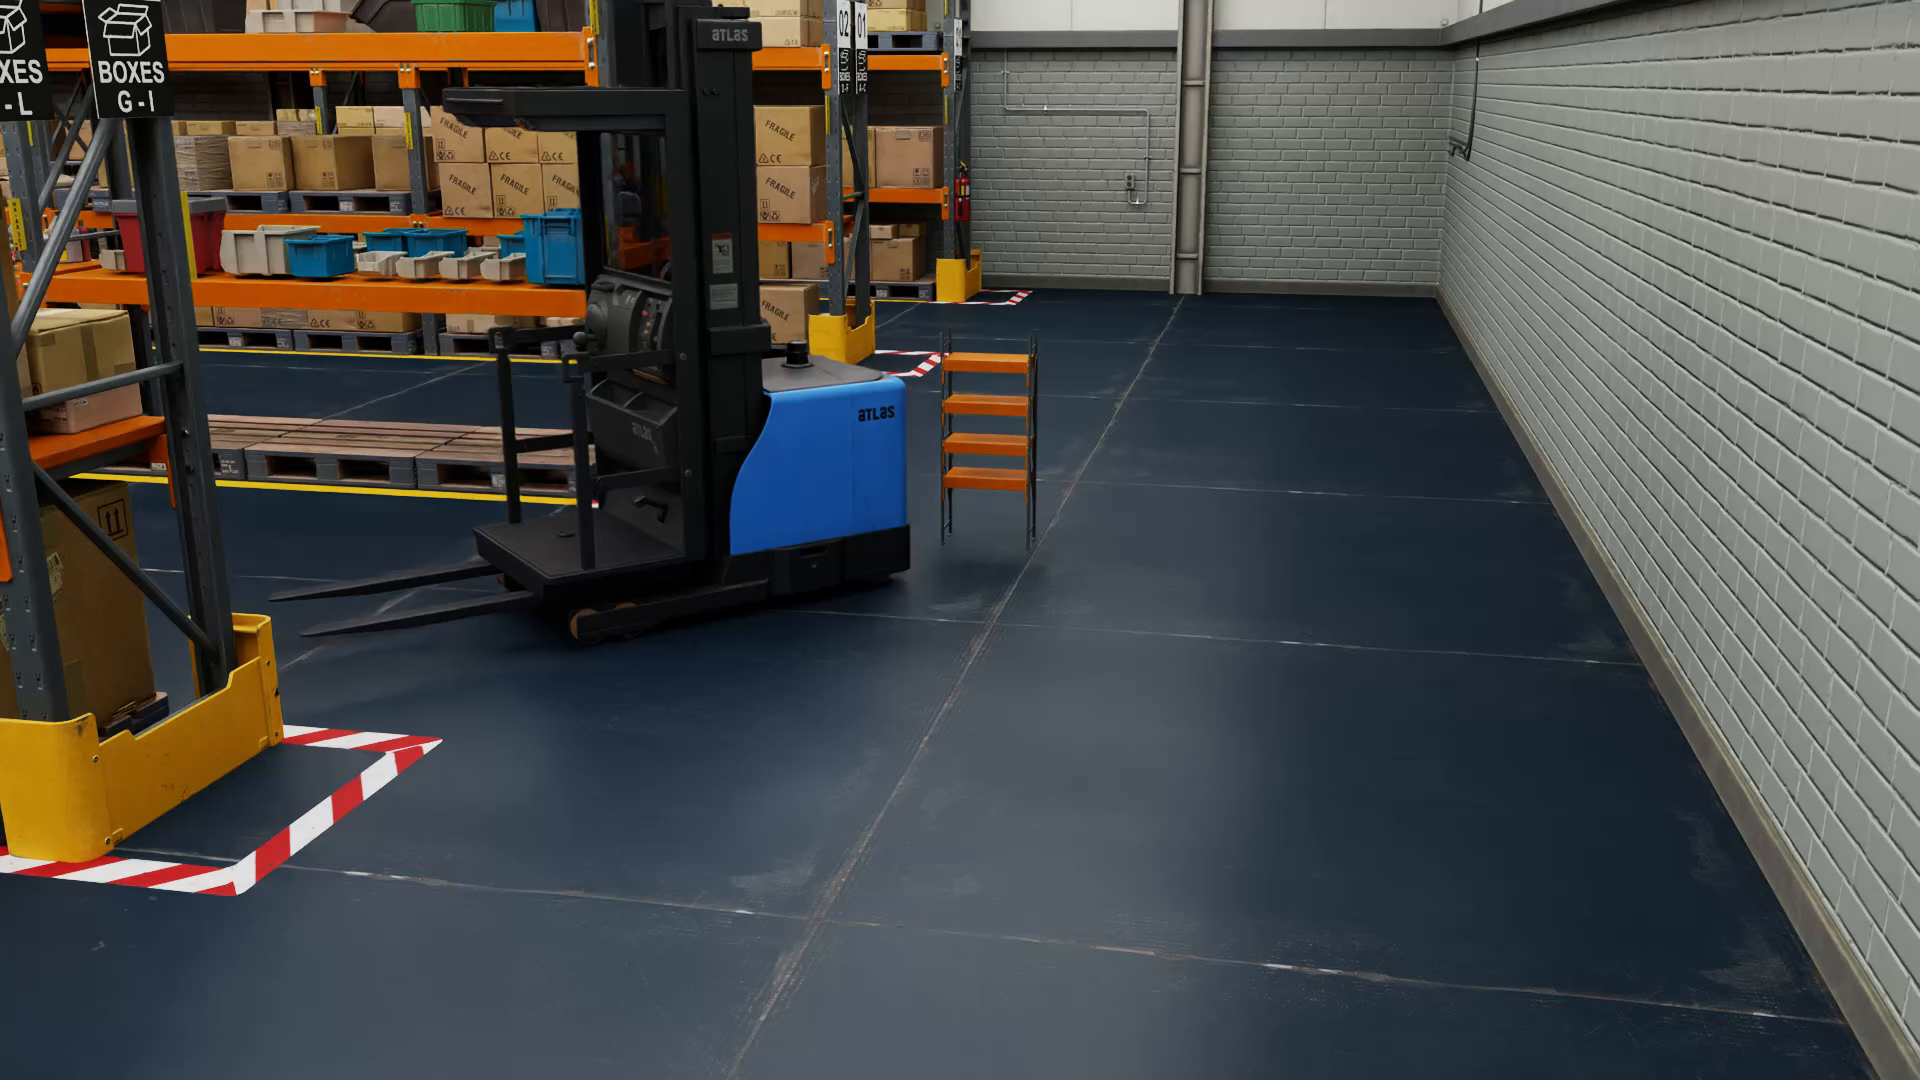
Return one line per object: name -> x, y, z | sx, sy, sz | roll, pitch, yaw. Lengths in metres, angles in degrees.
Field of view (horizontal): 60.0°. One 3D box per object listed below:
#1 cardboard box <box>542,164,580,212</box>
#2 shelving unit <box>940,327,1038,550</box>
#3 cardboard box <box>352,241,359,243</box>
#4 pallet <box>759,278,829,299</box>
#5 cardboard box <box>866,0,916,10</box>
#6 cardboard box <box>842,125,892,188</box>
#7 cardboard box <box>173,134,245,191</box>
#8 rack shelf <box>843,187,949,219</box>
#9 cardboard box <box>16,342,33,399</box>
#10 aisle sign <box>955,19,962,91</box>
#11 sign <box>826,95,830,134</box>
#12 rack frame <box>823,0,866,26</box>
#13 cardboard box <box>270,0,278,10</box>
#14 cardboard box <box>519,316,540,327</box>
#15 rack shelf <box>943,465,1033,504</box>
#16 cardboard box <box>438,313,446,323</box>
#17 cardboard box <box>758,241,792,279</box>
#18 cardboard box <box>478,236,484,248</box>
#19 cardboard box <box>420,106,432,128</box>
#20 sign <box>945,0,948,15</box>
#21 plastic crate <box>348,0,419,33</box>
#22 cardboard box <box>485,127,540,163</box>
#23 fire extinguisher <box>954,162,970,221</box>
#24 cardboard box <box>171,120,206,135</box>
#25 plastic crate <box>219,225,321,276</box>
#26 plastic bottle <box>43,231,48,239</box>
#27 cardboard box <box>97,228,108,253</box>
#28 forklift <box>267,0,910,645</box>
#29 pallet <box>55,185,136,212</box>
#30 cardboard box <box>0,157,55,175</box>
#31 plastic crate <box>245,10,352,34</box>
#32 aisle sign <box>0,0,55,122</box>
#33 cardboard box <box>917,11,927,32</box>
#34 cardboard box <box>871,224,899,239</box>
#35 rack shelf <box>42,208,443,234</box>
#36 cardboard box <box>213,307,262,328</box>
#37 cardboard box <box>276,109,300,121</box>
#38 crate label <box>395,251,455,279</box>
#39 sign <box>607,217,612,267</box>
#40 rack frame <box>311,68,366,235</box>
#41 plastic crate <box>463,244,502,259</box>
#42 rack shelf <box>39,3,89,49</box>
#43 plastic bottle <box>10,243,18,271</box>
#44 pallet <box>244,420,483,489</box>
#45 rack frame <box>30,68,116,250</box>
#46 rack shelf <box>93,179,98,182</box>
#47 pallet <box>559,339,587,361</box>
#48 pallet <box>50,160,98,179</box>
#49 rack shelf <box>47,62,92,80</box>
cardboard box -> -3.496, -3.222, 15.317 | 0.500, 0.500, 0.500 | 3, 16, 11
shelving unit -> 0.162, -0.569, 9.300 | 0.503, 1.200, 0.258 | 3, 16, 11
cardboard box -> -6.339, -2.837, 16.569 | 0.500, 0.250, 0.500 | 3, 16, 11
pallet -> -2.021, -3.153, 20.478 | 1.213, 0.211, 1.003 | 3, 16, 11
cardboard box -> -0.802, -6.362, 19.122 | 0.500, 0.500, 0.500 | 3, 16, 11
cardboard box -> -1.247, -4.614, 19.967 | 0.700, 0.700, 0.980 | 3, 16, 11
cardboard box -> -7.355, -3.686, 16.207 | 0.500, 0.500, 0.700 | 6, 17, 22
rack shelf -> -1.990, -4.169, 20.270 | 4.000, 0.370, 1.077 | 3, 16, 11
cardboard box -> -3.519, -0.549, 5.579 | 0.500, 0.250, 0.500 | 3, 16, 10
aisle sign -> -0.019, -5.579, 19.145 | 0.004, 0.787, 0.394 | 3, 16, 11
sign -> -1.144, -3.679, 14.394 | 0.005, 0.325, 0.100 | 3, 16, 11
rack frame -> -1.014, -6.004, 14.310 | 0.127, 3.000, 1.000 | 3, 16, 11
cardboard box -> -6.072, -5.146, 15.669 | 0.600, 0.600, 0.600 | 3, 16, 10
cardboard box -> -4.318, -2.377, 16.312 | 0.500, 0.500, 0.500 | 3, 16, 11
rack shelf -> 0.162, -0.313, 9.371 | 0.480, 0.148, 0.258 | 3, 16, 11
cardboard box -> -5.359, -2.422, 16.477 | 0.500, 0.500, 0.500 | 2, 16, 9
cardboard box -> -2.243, -3.497, 20.395 | 0.500, 0.500, 0.700 | 3, 16, 12
cardboard box -> -6.318, -3.879, 21.117 | 0.750, 0.750, 0.750 | 3, 16, 11
cardboard box -> -6.459, -5.251, 20.645 | 0.500, 0.250, 0.500 | 3, 16, 11
sign -> -0.152, -6.102, 18.772 | 0.005, 0.325, 0.100 | 3, 16, 11
plastic crate -> -3.447, -3.386, 10.594 | 0.767, 0.338, 0.504 | 3, 16, 11
cardboard box -> -4.022, -3.730, 15.277 | 0.500, 0.500, 0.500 | 3, 16, 9
fire extinguisher -> 0.026, -4.063, 19.385 | 0.183, 0.674, 0.296 | 3, 16, 11
cardboard box -> -10.100, -5.213, 21.681 | 0.500, 0.500, 0.700 | 5, 16, 19
plastic crate -> -4.464, -1.872, 10.742 | 0.530, 0.282, 0.437 | 3, 16, 11
plastic bottle -> -6.446, -2.074, 11.732 | 0.097, 0.201, 0.097 | 0, 15, 0
cardboard box -> -11.065, -4.020, 22.243 | 0.500, 0.500, 0.700 | 4, 16, 13
forklift -> -1.769, -1.084, 7.914 | 3.031, 2.935, 1.130 | -10, 18, -32
pallet -> -8.175, -3.428, 16.609 | 1.003, 0.211, 1.213 | 3, 16, 11
cardboard box -> -12.314, -4.931, 21.916 | 0.500, 0.250, 0.500 | 3, 16, 11
plastic crate -> -4.079, -3.181, 10.231 | 0.530, 0.136, 0.437 | 3, 16, 11
aisle sign -> -2.981, -1.692, 5.112 | 0.004, 0.787, 0.394 | 3, 16, 11
cardboard box -> -0.697, -6.136, 19.712 | 0.500, 0.250, 0.500 | 4, 16, 14
cardboard box -> -0.898, -3.689, 19.873 | 0.250, 0.149, 0.380 | 3, 16, 10
rack shelf -> -6.893, -3.085, 16.359 | 4.000, 0.370, 1.077 | 3, 16, 11
cardboard box -> -6.947, -2.366, 16.273 | 0.500, 0.500, 0.500 | 3, 16, 9
cardboard box -> -8.532, -5.431, 21.253 | 0.250, 0.149, 0.380 | 0, 15, 2
crate label -> -3.398, -1.743, 10.546 | 0.243, 0.136, 0.396 | 3, 16, 11
sign -> -2.098, -1.751, 9.889 | 0.005, 0.325, 0.100 | 3, 16, 11
rack frame -> -7.870, -4.834, 21.326 | 0.127, 3.000, 1.000 | 3, 16, 11
plastic crate -> -3.143, -1.893, 11.089 | 0.298, 0.136, 0.250 | 3, 16, 11
rack shelf -> -4.951, -1.727, 5.836 | 4.000, 0.370, 1.077 | 3, 16, 11
plastic bottle -> -6.368, -1.904, 11.120 | 0.097, 0.201, 0.097 | 0, 15, 0
pallet -> -3.997, -0.593, 11.237 | 1.213, 0.211, 1.003 | 3, 16, 11
rack frame -> -8.853, -3.538, 16.647 | 0.127, 3.000, 1.000 | 3, 16, 11
rack shelf -> -9.830, -4.594, 21.806 | 4.000, 0.370, 1.077 | 3, 16, 11
pallet -> -3.061, -1.881, 15.886 | 1.213, 0.211, 1.003 | 3, 16, 11
pallet -> -11.069, -4.876, 21.835 | 1.213, 0.211, 1.003 | 3, 16, 11
rack shelf -> -7.884, -3.235, 11.281 | 4.000, 0.370, 1.077 | 3, 16, 11
